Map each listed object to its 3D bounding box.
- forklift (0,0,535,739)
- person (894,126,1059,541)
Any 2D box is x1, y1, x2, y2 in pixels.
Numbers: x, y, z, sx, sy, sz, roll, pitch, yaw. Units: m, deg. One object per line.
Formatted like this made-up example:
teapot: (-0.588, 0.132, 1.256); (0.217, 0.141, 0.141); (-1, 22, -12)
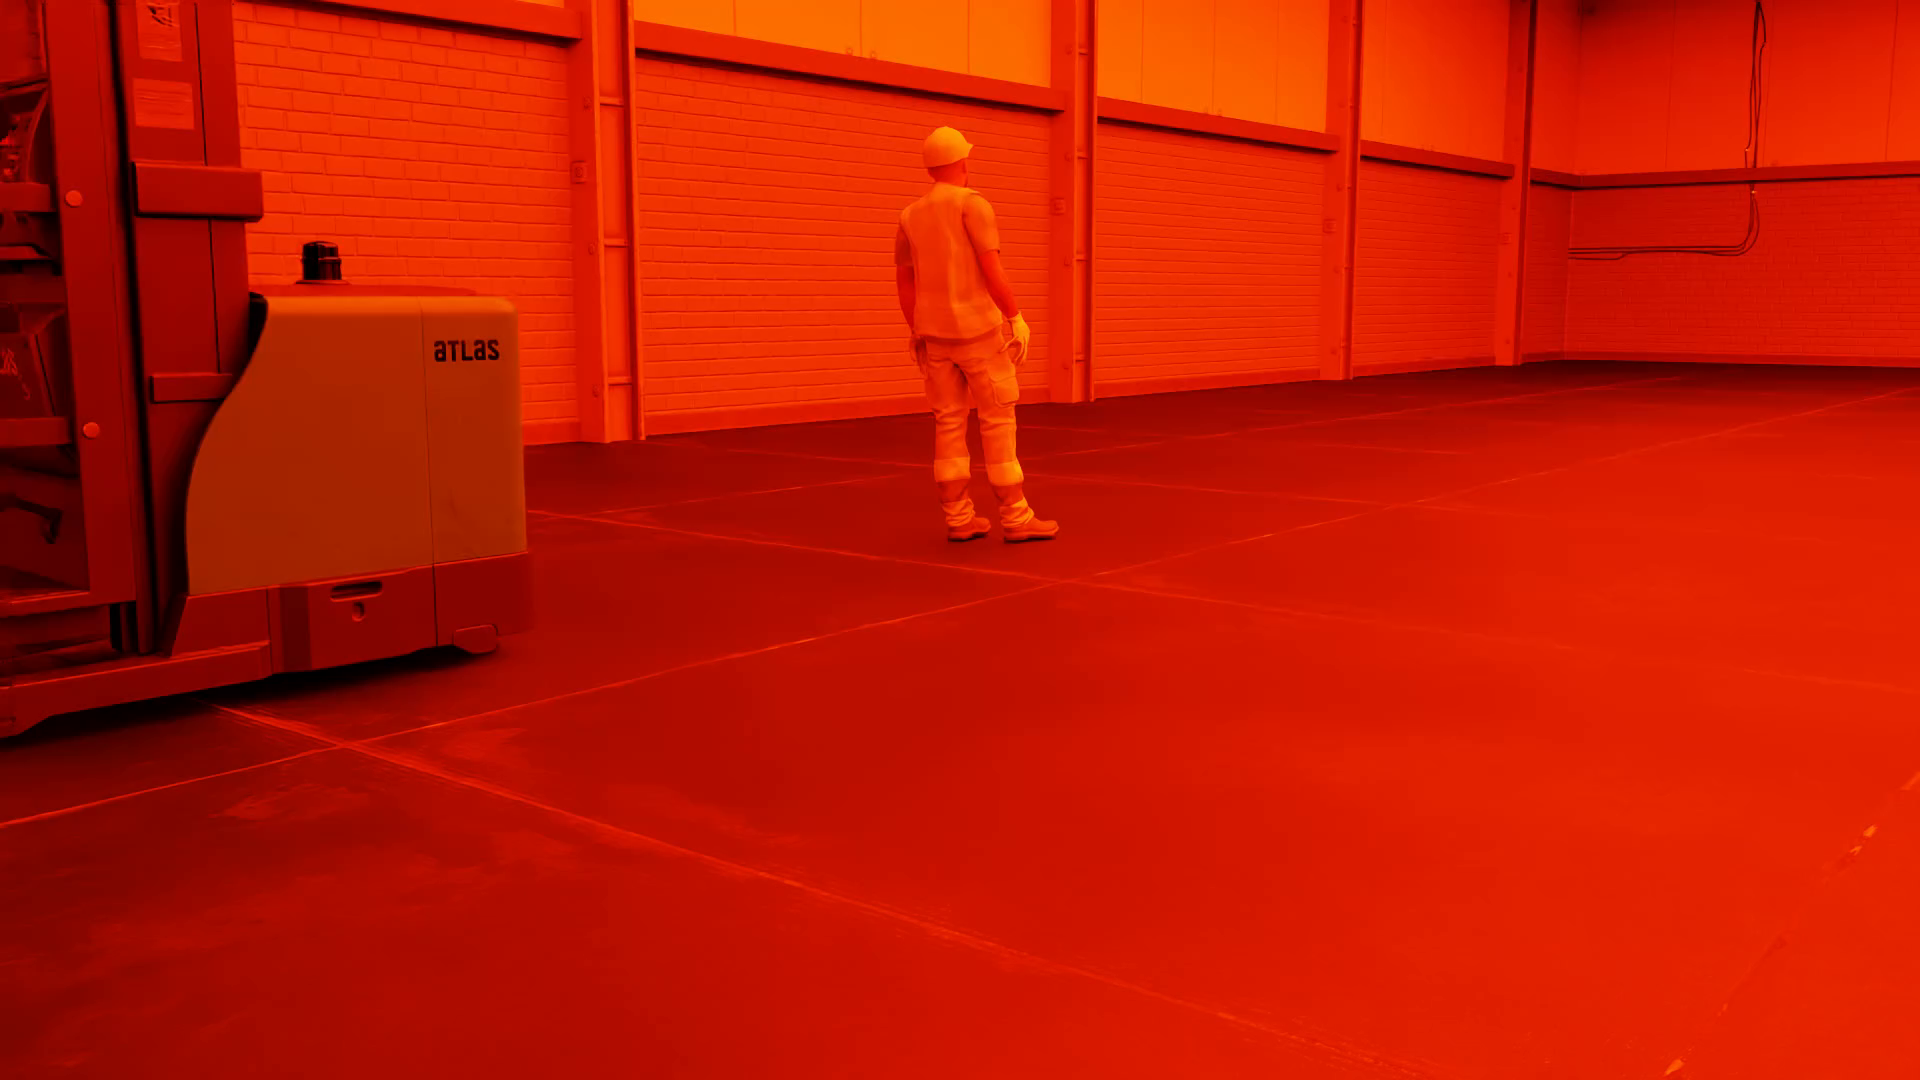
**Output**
forklift: (-2.662, -1.000, 4.115); (1.130, 2.935, 3.031); (7, 11, 42)
person: (0.060, -0.900, 7.328); (0.637, 1.787, 0.564); (7, 11, 38)
